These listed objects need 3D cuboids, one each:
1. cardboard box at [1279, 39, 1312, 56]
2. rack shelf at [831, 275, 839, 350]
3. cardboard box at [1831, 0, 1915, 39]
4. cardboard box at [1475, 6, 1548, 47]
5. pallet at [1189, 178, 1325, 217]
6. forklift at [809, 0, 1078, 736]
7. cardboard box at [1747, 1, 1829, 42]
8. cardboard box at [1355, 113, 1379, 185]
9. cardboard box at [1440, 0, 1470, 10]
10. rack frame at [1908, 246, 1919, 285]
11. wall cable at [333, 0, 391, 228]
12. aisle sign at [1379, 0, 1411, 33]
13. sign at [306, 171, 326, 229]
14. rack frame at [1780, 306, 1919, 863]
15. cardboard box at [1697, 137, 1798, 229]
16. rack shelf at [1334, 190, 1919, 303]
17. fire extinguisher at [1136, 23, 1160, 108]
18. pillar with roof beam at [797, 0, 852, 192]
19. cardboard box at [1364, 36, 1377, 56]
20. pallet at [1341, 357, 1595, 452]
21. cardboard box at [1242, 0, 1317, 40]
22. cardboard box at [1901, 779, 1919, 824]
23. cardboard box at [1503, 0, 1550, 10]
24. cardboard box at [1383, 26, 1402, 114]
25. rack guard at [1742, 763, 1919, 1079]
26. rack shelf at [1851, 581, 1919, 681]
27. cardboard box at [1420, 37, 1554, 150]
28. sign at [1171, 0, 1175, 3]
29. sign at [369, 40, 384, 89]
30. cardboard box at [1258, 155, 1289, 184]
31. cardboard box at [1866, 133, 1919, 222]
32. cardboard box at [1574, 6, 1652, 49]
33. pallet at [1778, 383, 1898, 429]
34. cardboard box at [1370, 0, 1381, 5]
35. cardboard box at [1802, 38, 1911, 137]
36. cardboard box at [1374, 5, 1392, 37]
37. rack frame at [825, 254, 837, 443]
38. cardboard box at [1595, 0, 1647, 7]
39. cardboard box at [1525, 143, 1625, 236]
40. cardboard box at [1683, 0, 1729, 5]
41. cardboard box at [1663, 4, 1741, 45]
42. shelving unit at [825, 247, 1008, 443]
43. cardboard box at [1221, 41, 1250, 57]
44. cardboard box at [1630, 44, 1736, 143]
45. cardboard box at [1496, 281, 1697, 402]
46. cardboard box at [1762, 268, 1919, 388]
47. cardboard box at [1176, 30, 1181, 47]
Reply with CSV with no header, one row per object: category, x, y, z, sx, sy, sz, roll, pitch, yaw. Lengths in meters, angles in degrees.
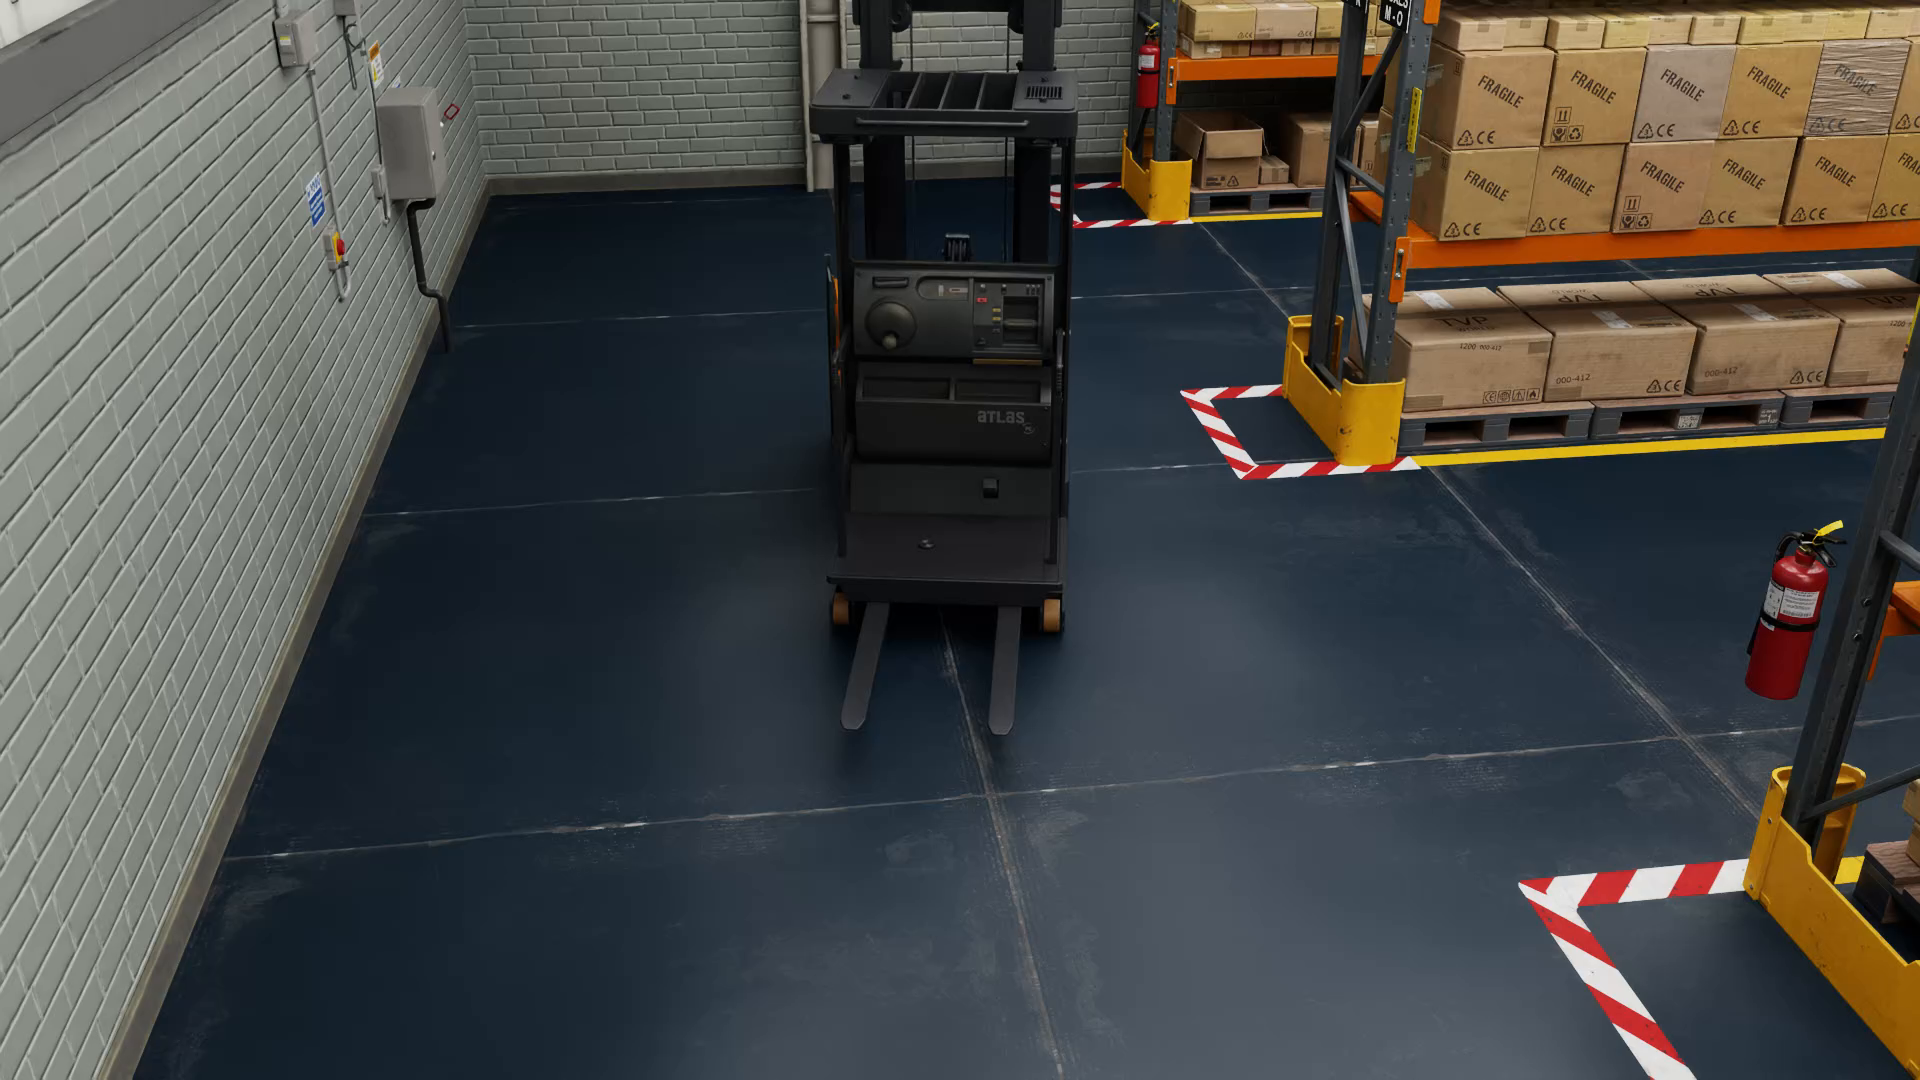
cardboard box,2.735,-4.118,13.765,0.250,0.149,0.380,-3,27,-5
rack shelf,-0.220,-1.303,9.417,1.000,0.278,0.538,-3,27,-6
cardboard box,4.992,-2.865,9.132,0.250,0.149,0.380,-4,27,-8
cardboard box,2.947,-2.756,8.919,0.250,0.149,0.380,-3,27,-6
pallet,2.476,-3.090,14.542,1.213,0.211,1.003,-4,27,-7
forklift,-0.042,-1.018,7.522,1.130,2.935,3.031,2,27,3
cardboard box,4.491,-2.825,9.055,0.250,0.149,0.380,-4,27,-7
cardboard box,3.620,-3.371,14.312,0.500,0.500,0.500,-3,27,-6
cardboard box,2.635,-2.923,9.245,0.250,0.149,0.380,-3,27,-6
rack frame,6.268,-2.286,9.919,0.127,3.000,1.000,-4,27,-7
wall cable,-3.483,-2.755,9.720,0.122,1.984,0.588,-4,27,-7
aisle sign,2.276,-3.052,8.565,0.004,0.787,0.394,-4,27,-7
sign,-3.327,-1.757,8.592,0.001,0.218,0.327,-4,27,-7
rack frame,3.097,0.200,5.074,0.127,3.000,1.000,-4,27,-7
cardboard box,4.319,-2.085,9.418,0.500,0.500,0.500,-3,27,-5
rack shelf,4.288,-1.838,9.835,4.000,0.370,1.077,-4,27,-7
fire extinguisher,1.531,-3.856,13.473,0.183,0.674,0.296,-4,27,-7
pillar with roof beam,-0.584,-5.234,9.093,0.400,9.000,9.100,-4,27,-7
cardboard box,3.258,-4.120,13.768,0.250,0.149,0.380,-4,27,-9
pallet,3.088,-0.877,10.228,1.213,0.211,1.003,-4,27,-7
cardboard box,2.598,-4.280,13.644,0.500,0.250,0.500,-3,27,-7
cardboard box,3.580,0.987,5.878,0.250,0.149,0.380,-4,27,-8
cardboard box,3.126,-3.004,9.404,0.250,0.149,0.380,-4,27,-8
cardboard box,2.751,-2.659,9.442,0.500,0.500,0.500,-3,27,-5
rack guard,3.172,1.307,5.655,0.348,0.500,1.175,-4,27,-7
rack shelf,5.077,0.393,5.487,4.000,0.370,1.077,-4,27,-7
cardboard box,2.822,-2.422,8.981,0.500,0.500,0.500,-4,27,-8
sign,1.688,-4.415,13.120,0.005,0.325,0.100,-4,27,-7
sign,-3.619,-2.950,10.309,0.001,0.242,0.339,-4,27,-7
cardboard box,2.657,-3.199,14.362,0.250,0.149,0.380,-5,28,-9
cardboard box,5.336,-2.150,9.545,0.500,0.500,0.500,-4,27,-8
cardboard box,3.478,-2.745,8.899,0.250,0.149,0.380,-5,28,-9
pallet,5.504,-1.032,10.530,1.213,0.211,1.003,-4,27,-7
cardboard box,3.584,-4.677,13.596,0.500,0.500,0.500,-3,27,-6
cardboard box,4.833,-2.555,9.239,0.500,0.500,0.500,-3,27,-6
cardboard box,3.603,-4.356,13.792,0.500,0.250,0.500,-4,27,-8
rack frame,-0.724,-1.015,9.495,0.032,1.125,0.500,-3,27,-6
cardboard box,3.650,-2.986,9.369,0.250,0.149,0.380,-4,27,-8
cardboard box,3.319,-2.021,9.294,0.500,0.500,0.500,-4,27,-8
cardboard box,4.153,-3.037,9.467,0.250,0.149,0.380,-3,27,-5
cardboard box,3.984,-2.783,8.972,0.250,0.149,0.380,-3,27,-7
shelving unit,-0.220,-1.043,9.550,1.048,1.125,0.538,-3,27,-6
cardboard box,2.221,-4.097,13.725,0.250,0.149,0.380,-3,27,-6
cardboard box,3.841,-2.495,9.121,0.500,0.500,0.500,-4,27,-8
cardboard box,3.852,-1.227,10.203,0.875,0.438,0.875,-3,27,-6
cardboard box,5.631,-1.341,10.425,0.875,0.438,0.875,-4,27,-8
cardboard box,1.903,-4.306,14.131,0.250,0.149,0.380,-4,27,-8
